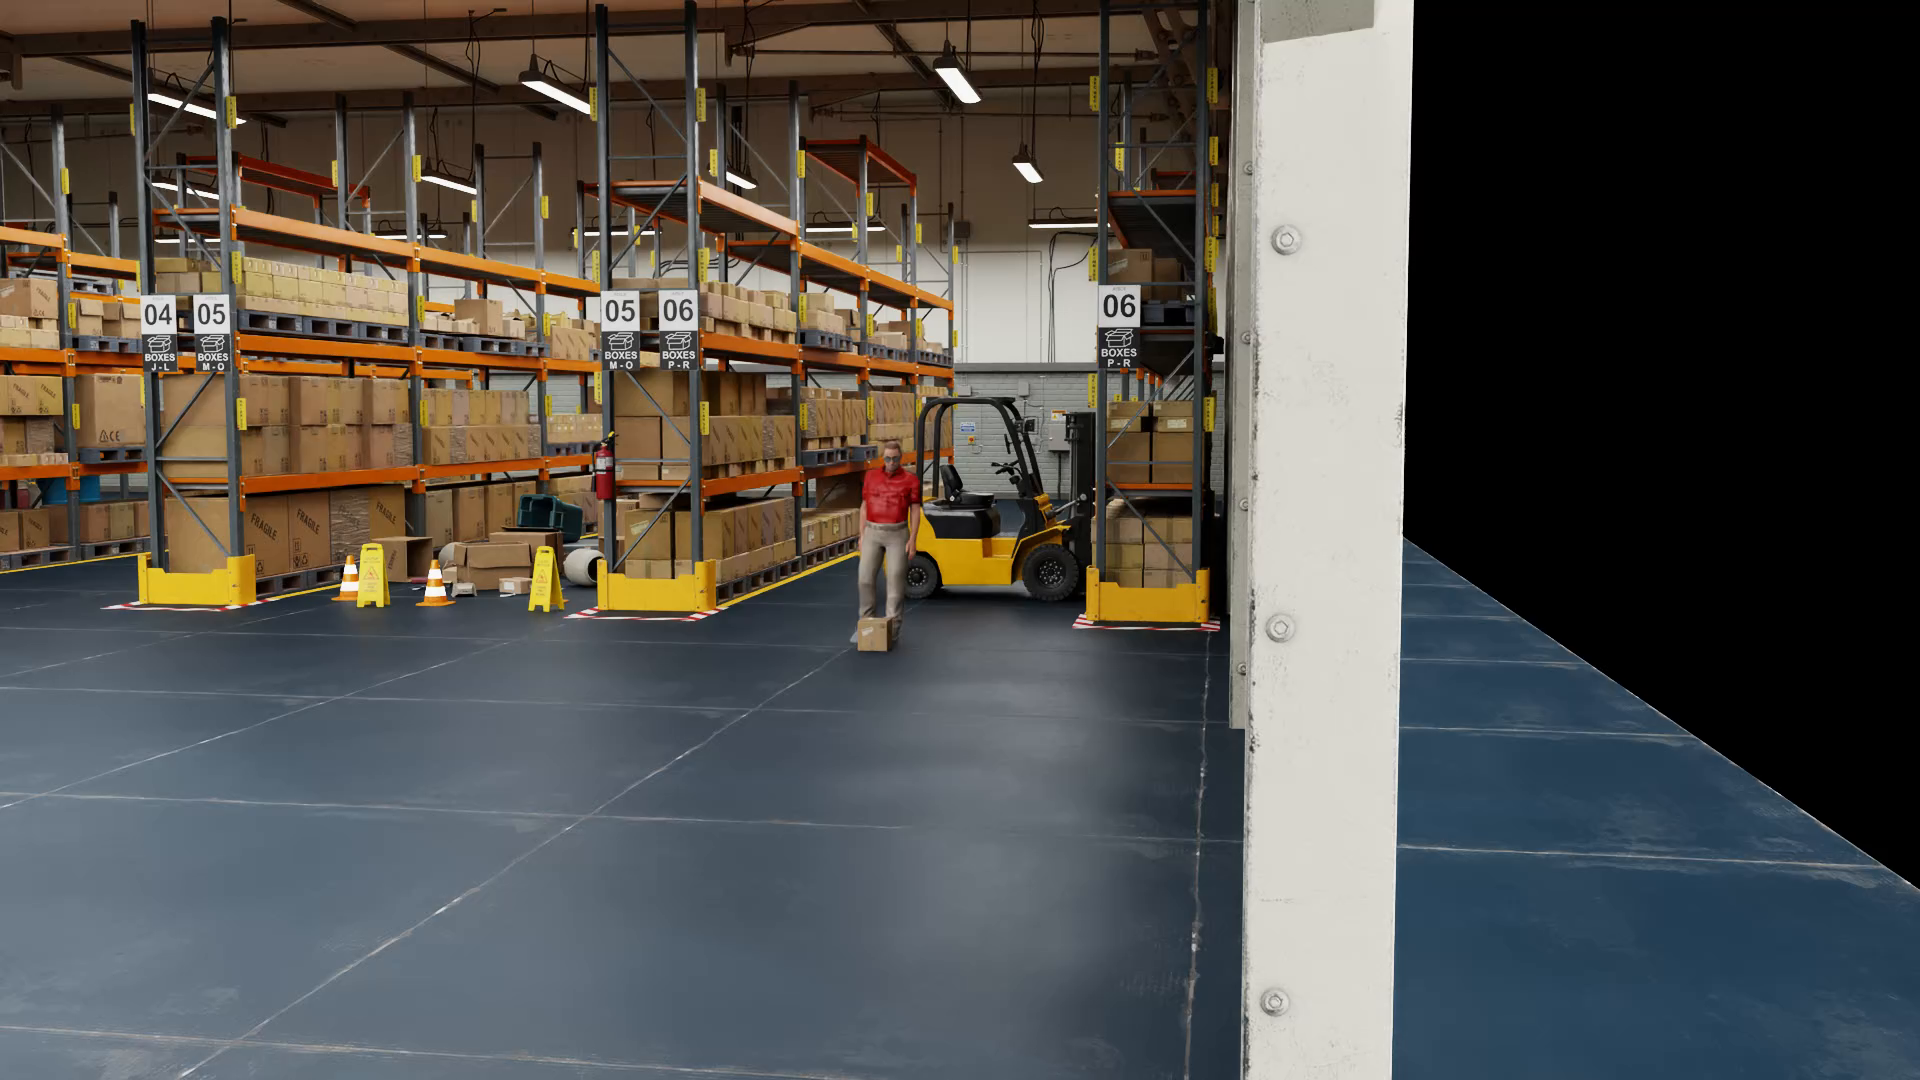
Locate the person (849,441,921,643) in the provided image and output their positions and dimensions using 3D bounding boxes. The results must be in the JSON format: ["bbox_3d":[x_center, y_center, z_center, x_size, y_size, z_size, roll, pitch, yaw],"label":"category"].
[{"bbox_3d":[-0.659,0.036,14.407,0.605,1.783,0.477,1,4,8],"label":"person"}]
